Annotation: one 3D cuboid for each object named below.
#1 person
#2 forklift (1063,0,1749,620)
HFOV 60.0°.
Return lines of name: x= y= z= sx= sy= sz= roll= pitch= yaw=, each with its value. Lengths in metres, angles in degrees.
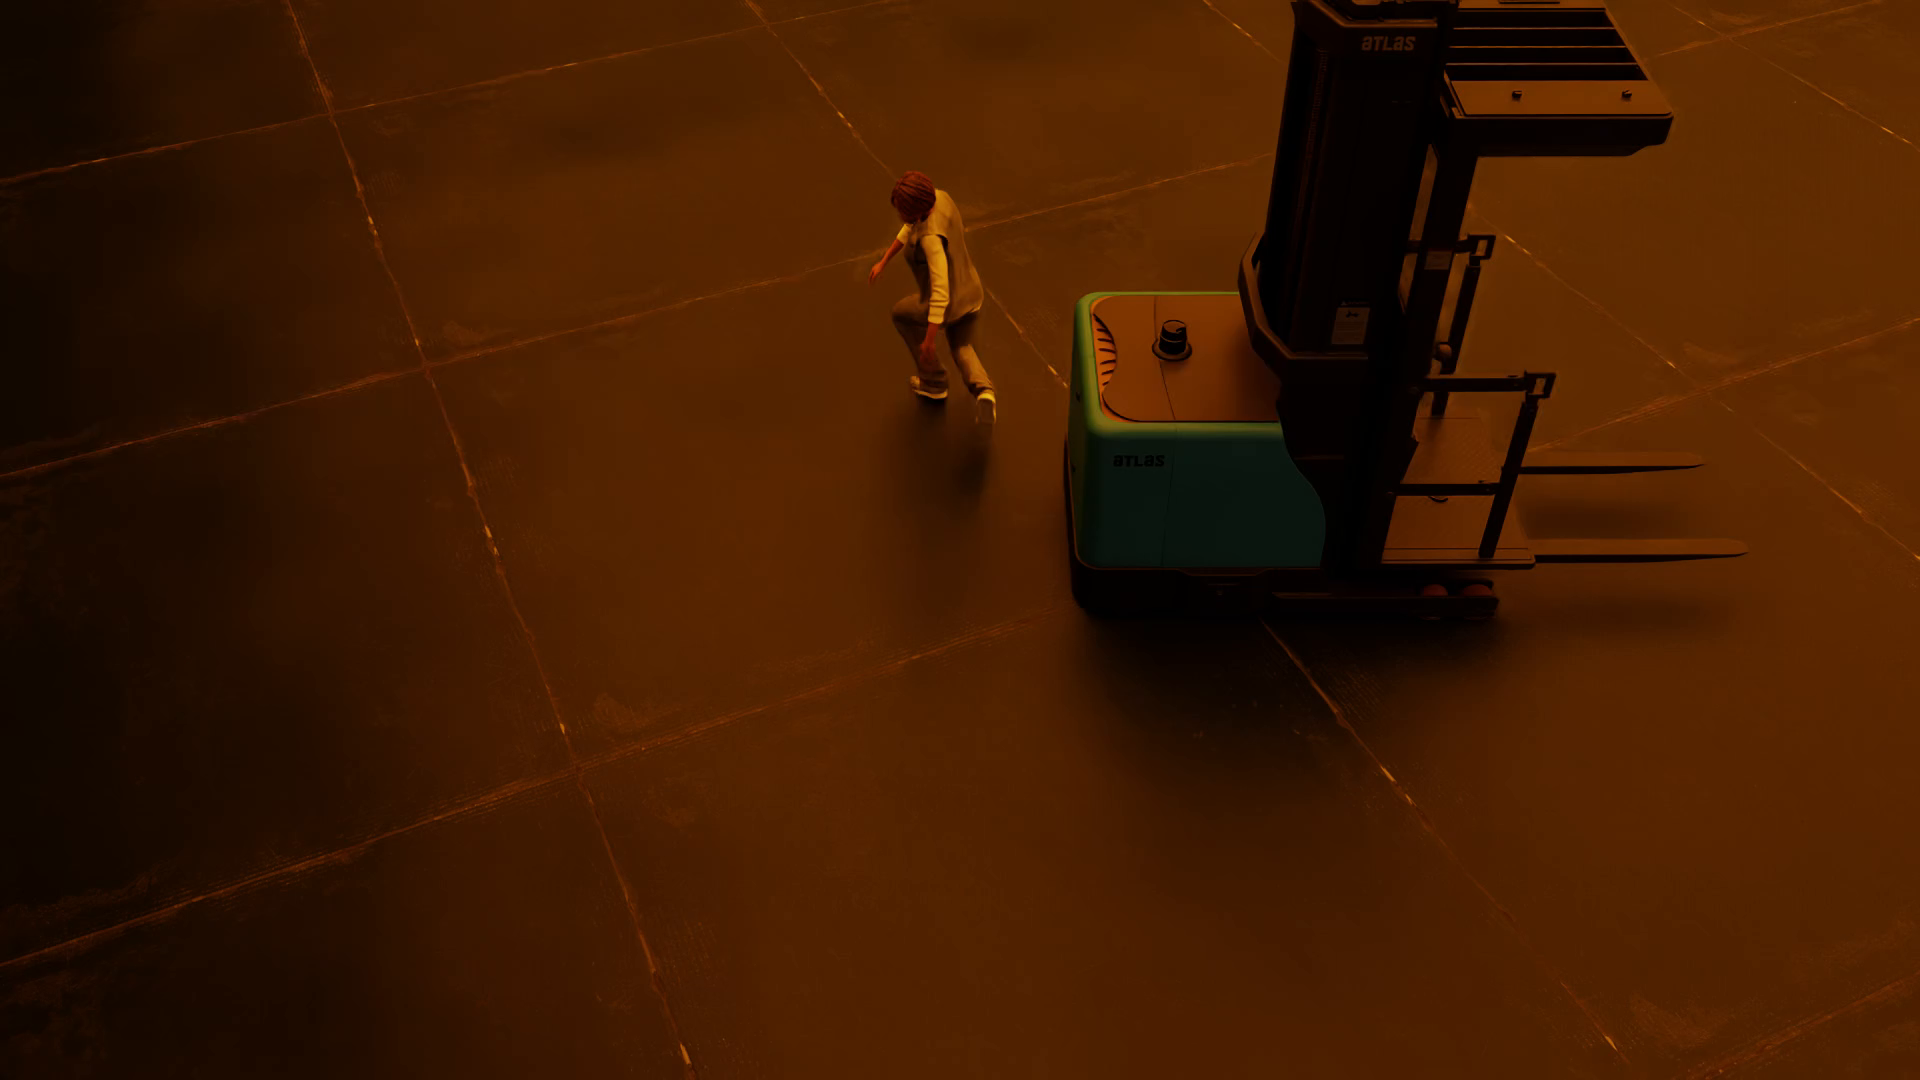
person: x=-0.114 y=-1.161 z=8.094 sx=0.809 sy=1.385 sz=0.539 roll=31 pitch=51 yaw=29
forklift: x=2.019 y=-1.077 z=6.834 sx=3.031 sy=2.935 sz=1.130 roll=0 pitch=43 yaw=0
